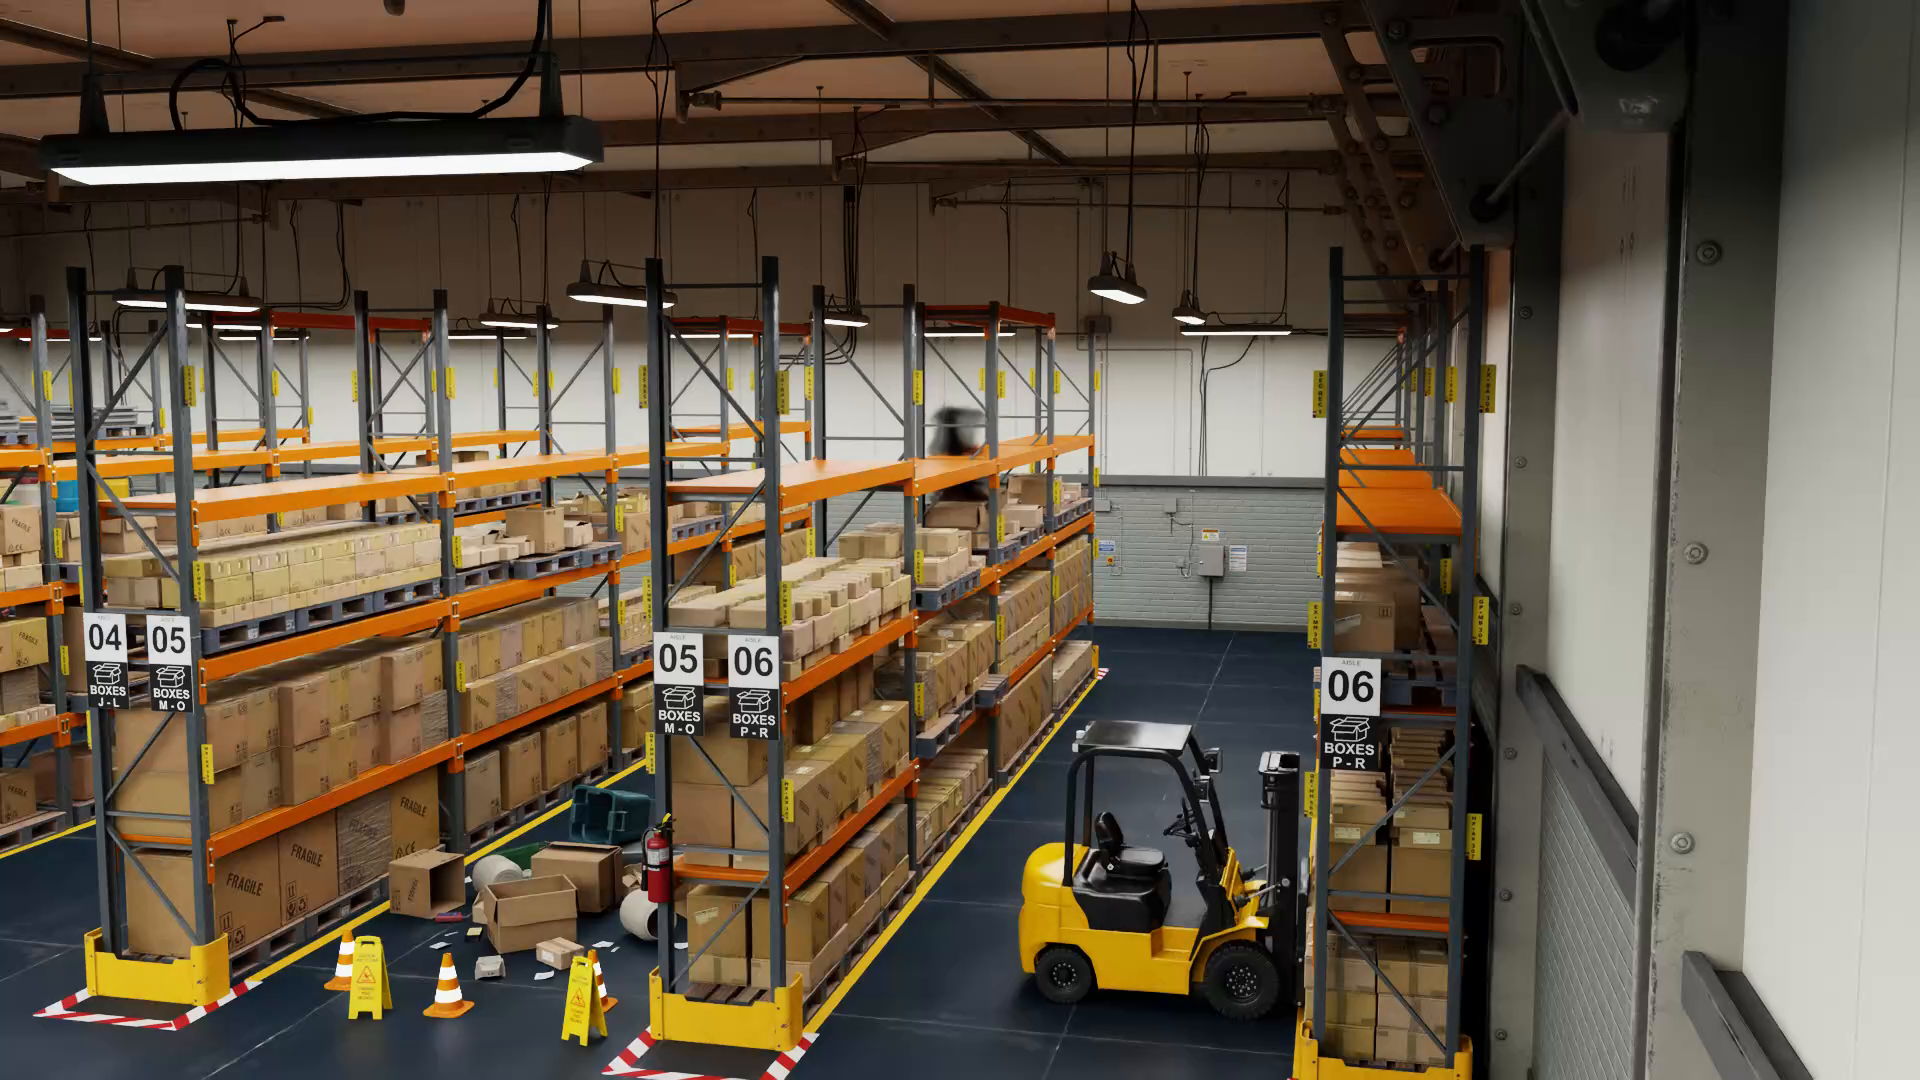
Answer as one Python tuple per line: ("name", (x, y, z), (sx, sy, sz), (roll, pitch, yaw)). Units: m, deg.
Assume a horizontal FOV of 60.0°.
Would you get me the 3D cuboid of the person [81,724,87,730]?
("person", (-11.736, 2.098, 22.530), (0.576, 1.619, 0.721), (0, 6, -1))
